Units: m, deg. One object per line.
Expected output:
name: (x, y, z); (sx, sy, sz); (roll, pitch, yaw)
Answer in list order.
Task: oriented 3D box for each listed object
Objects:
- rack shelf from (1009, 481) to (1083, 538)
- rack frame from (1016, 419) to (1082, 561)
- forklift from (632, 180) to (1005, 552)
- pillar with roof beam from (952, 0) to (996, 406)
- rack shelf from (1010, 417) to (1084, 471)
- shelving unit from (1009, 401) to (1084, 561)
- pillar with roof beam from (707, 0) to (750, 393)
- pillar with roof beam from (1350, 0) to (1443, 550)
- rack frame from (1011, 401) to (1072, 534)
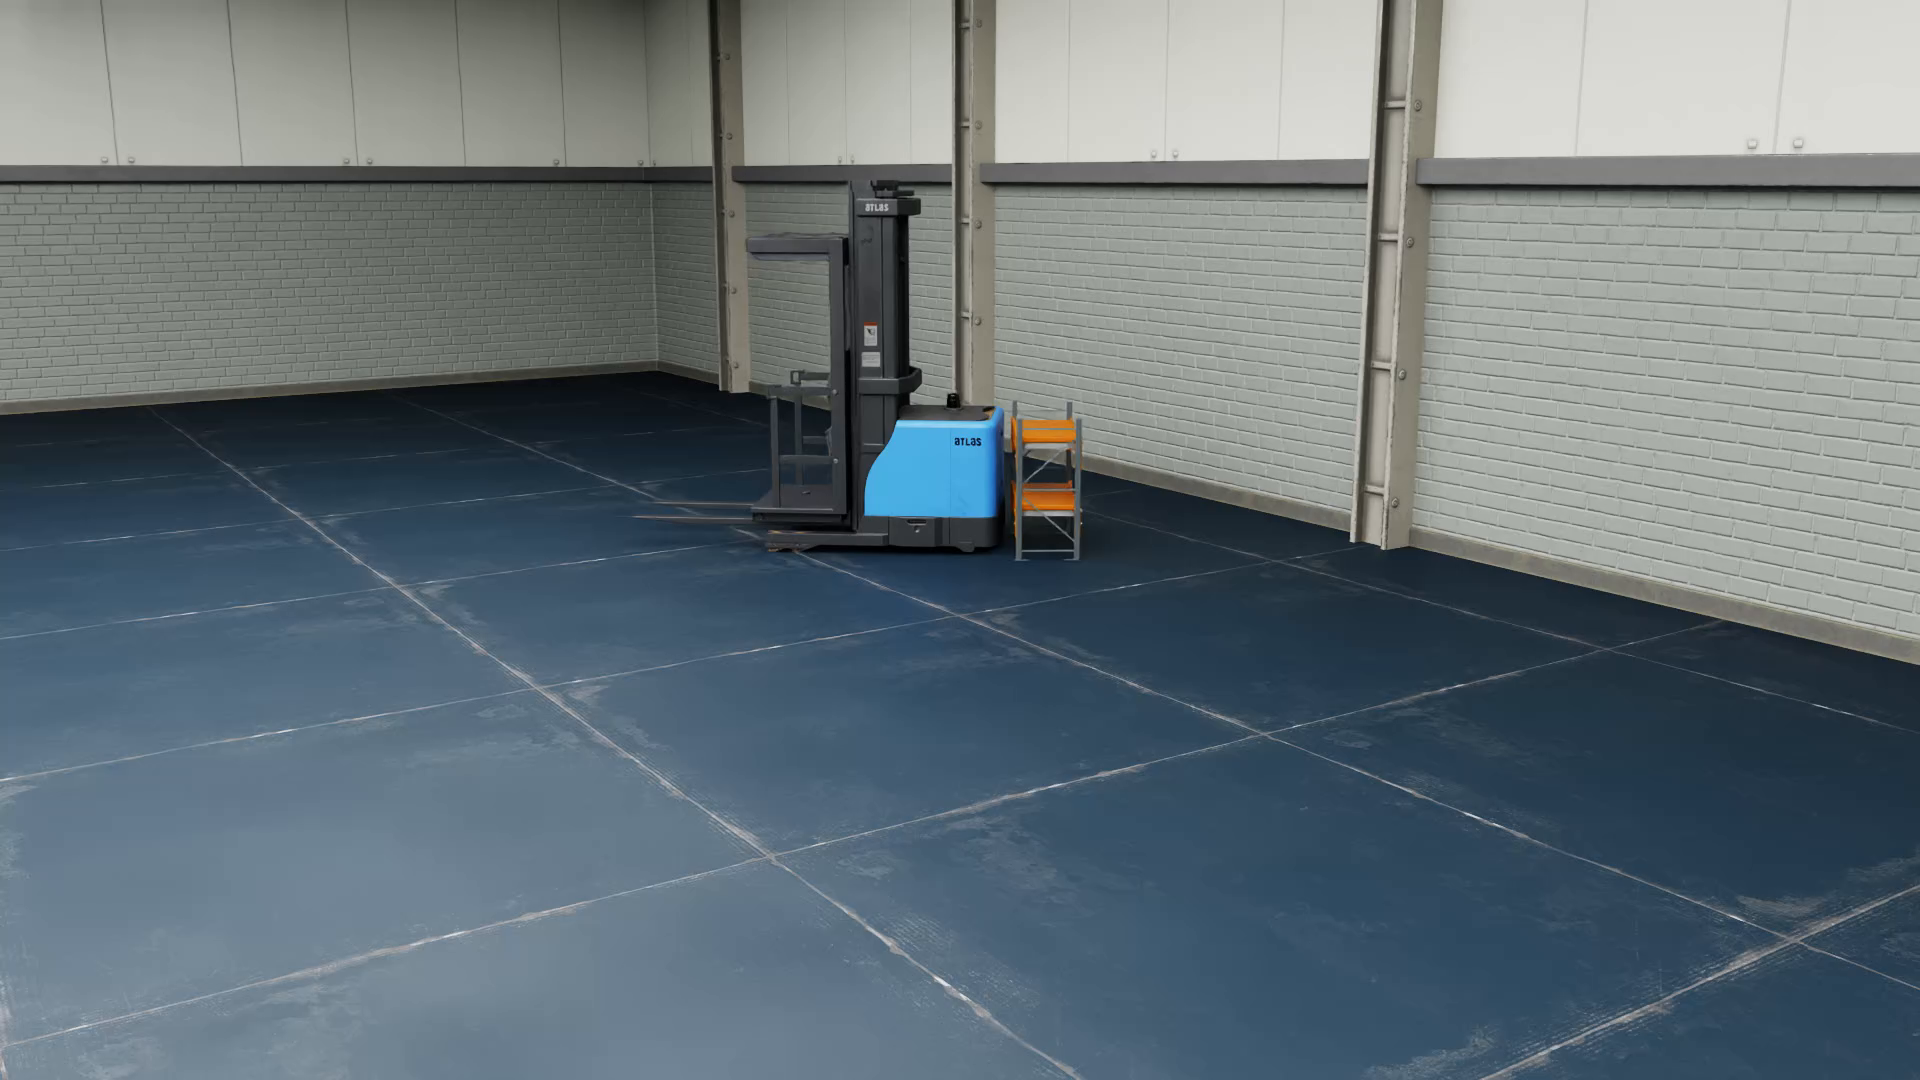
rack shelf: (0.689, -0.258, 13.552); (0.538, 0.278, 1.000); (0, 12, 0)
rack frame: (0.693, -0.388, 13.004); (0.500, 1.125, 0.032); (0, 12, 0)
forklift: (-1.164, -1.443, 13.599); (3.031, 2.935, 1.130); (1, 12, 5)
pillar with roof beam: (-3.437, -4.926, 15.325); (9.100, 9.000, 0.400); (-8, 15, -33)
rack shelf: (0.690, -0.783, 13.438); (0.538, 0.278, 1.000); (0, 12, 0)
shelving unit: (0.689, -0.497, 13.500); (0.538, 1.125, 1.048); (0, 12, 0)
pillar with roof beam: (-6.762, -5.993, 20.205); (9.100, 9.000, 0.400); (-8, 15, -33)
pillar with roof beam: (-0.113, -3.859, 10.445); (9.100, 9.000, 0.400); (-8, 15, -33)
rack frame: (0.686, -0.606, 13.997); (0.500, 1.125, 0.032); (0, 12, 0)
